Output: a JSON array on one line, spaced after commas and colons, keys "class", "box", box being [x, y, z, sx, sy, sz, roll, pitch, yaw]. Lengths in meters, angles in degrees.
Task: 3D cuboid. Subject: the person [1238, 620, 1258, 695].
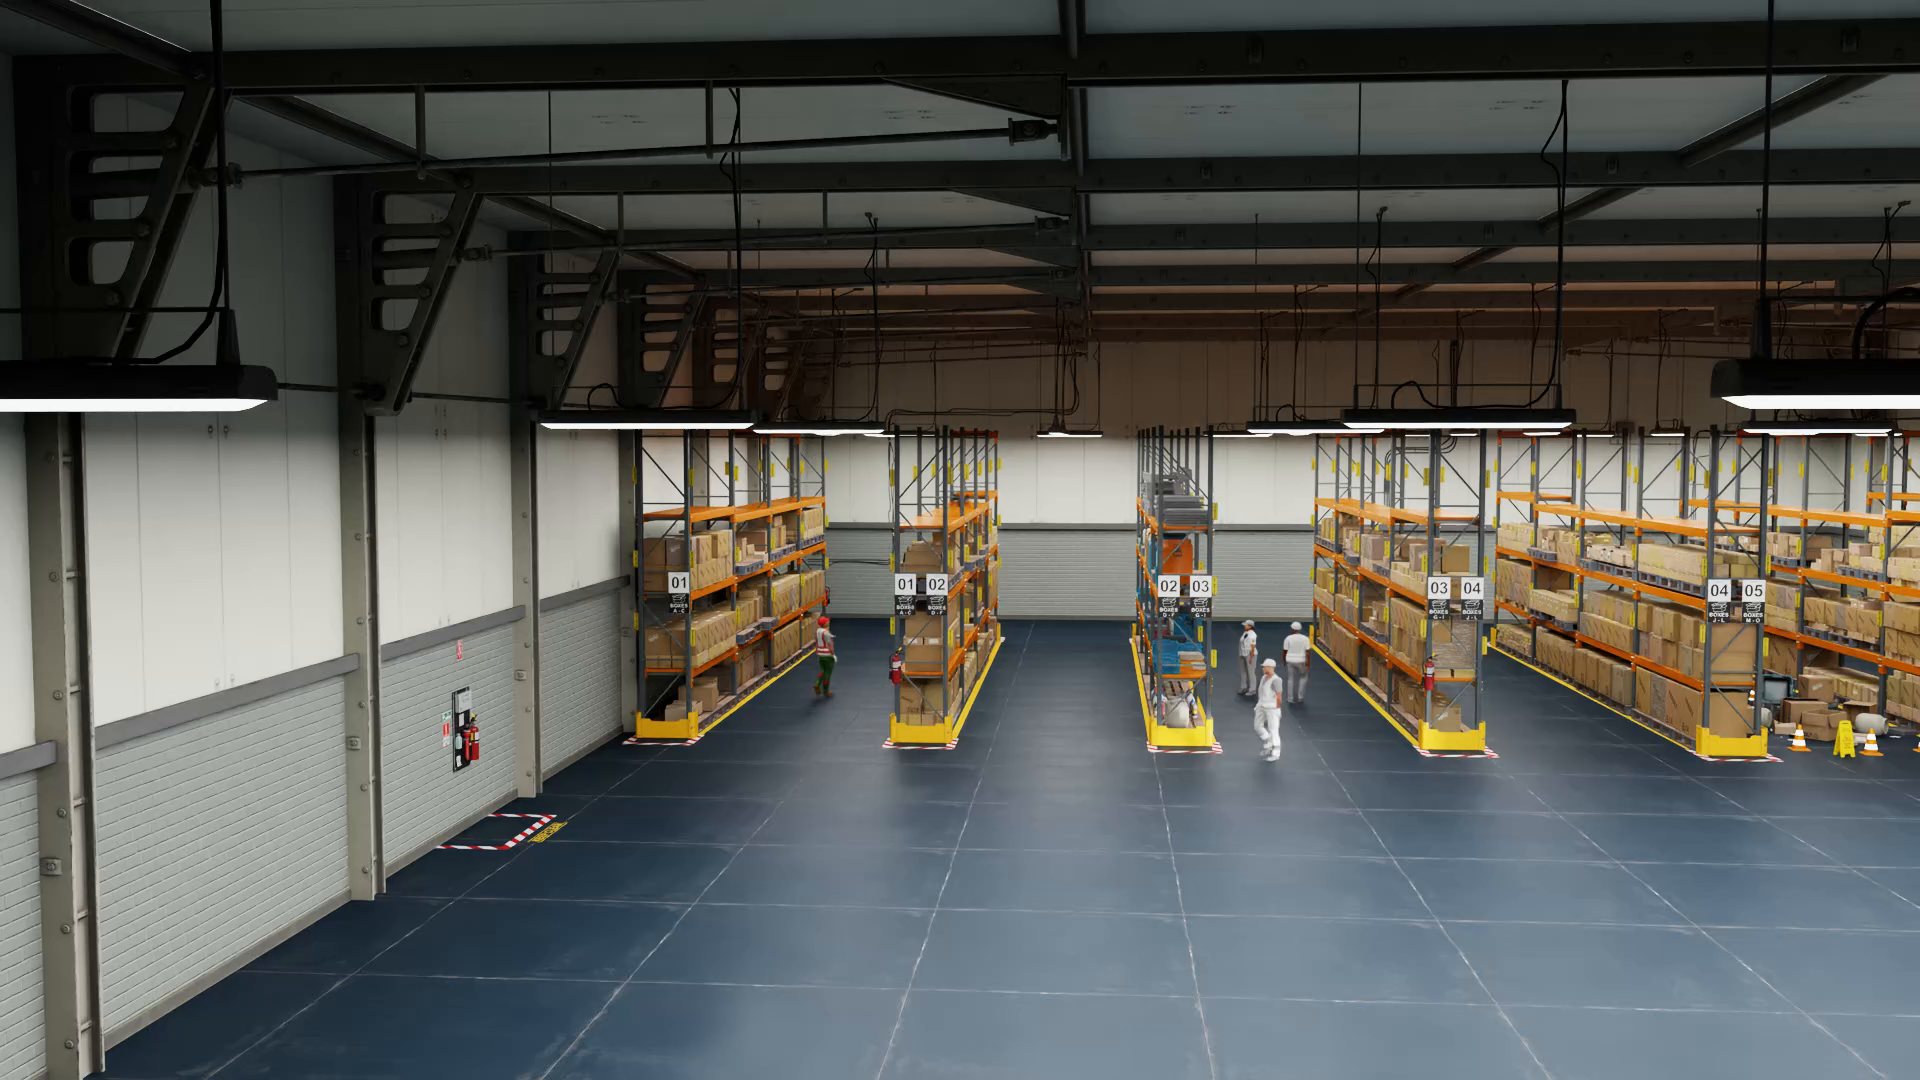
[{"class": "person", "box": [6.477, 2.635, 37.478, 0.419, 1.673, 0.514, -2, 4, -25]}]

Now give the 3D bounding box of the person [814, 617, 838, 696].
[{"class": "person", "box": [-3.012, 2.587, 37.100, 0.562, 1.777, 0.497, 3, 5, 41]}]

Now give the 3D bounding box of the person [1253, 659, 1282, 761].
[{"class": "person", "box": [5.540, 3.016, 29.794, 0.453, 1.793, 0.582, -2, 4, -27]}]

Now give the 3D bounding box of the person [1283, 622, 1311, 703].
[{"class": "person", "box": [7.321, 2.680, 36.185, 0.633, 1.814, 0.496, 2, 4, 32]}]
